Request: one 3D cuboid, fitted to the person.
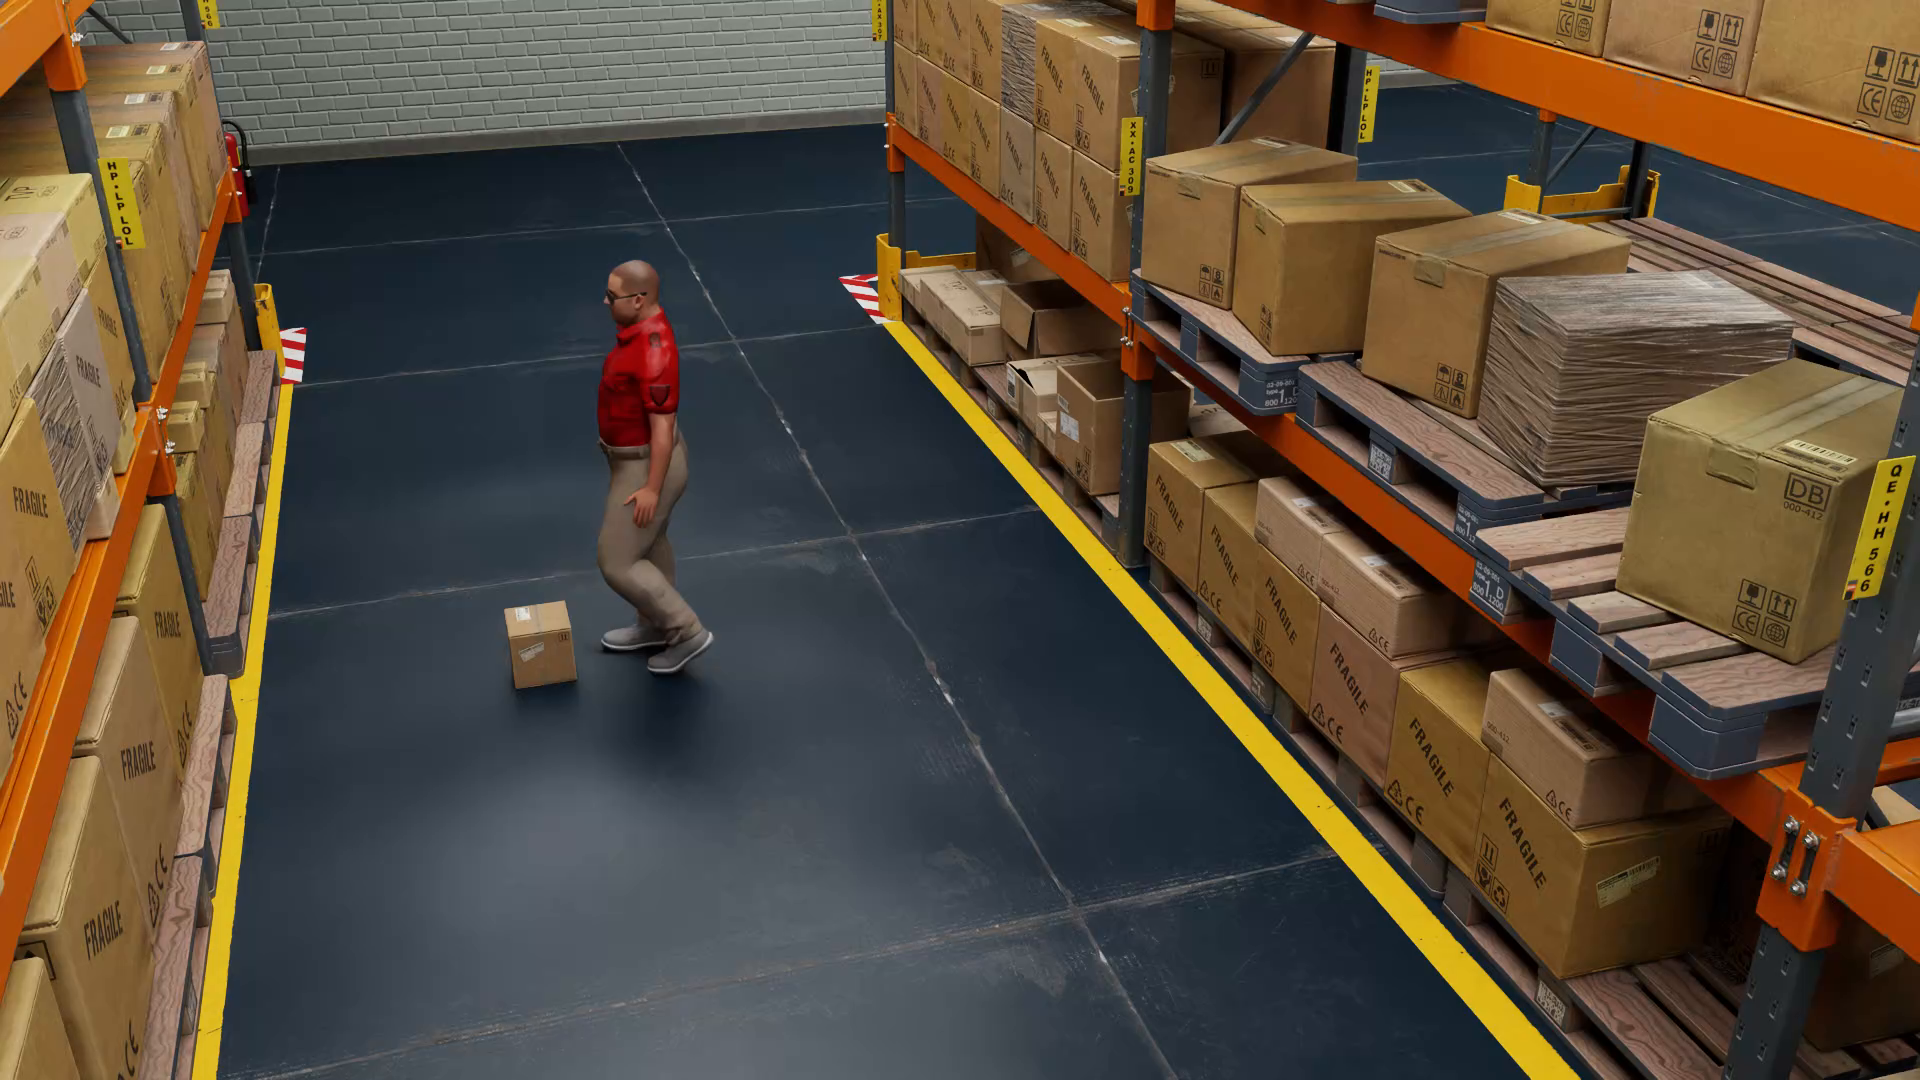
[{"bbox_3d":[-1.303,-0.295,6.731,0.450,1.722,0.563,-5,27,-9],"label":"person"}]
